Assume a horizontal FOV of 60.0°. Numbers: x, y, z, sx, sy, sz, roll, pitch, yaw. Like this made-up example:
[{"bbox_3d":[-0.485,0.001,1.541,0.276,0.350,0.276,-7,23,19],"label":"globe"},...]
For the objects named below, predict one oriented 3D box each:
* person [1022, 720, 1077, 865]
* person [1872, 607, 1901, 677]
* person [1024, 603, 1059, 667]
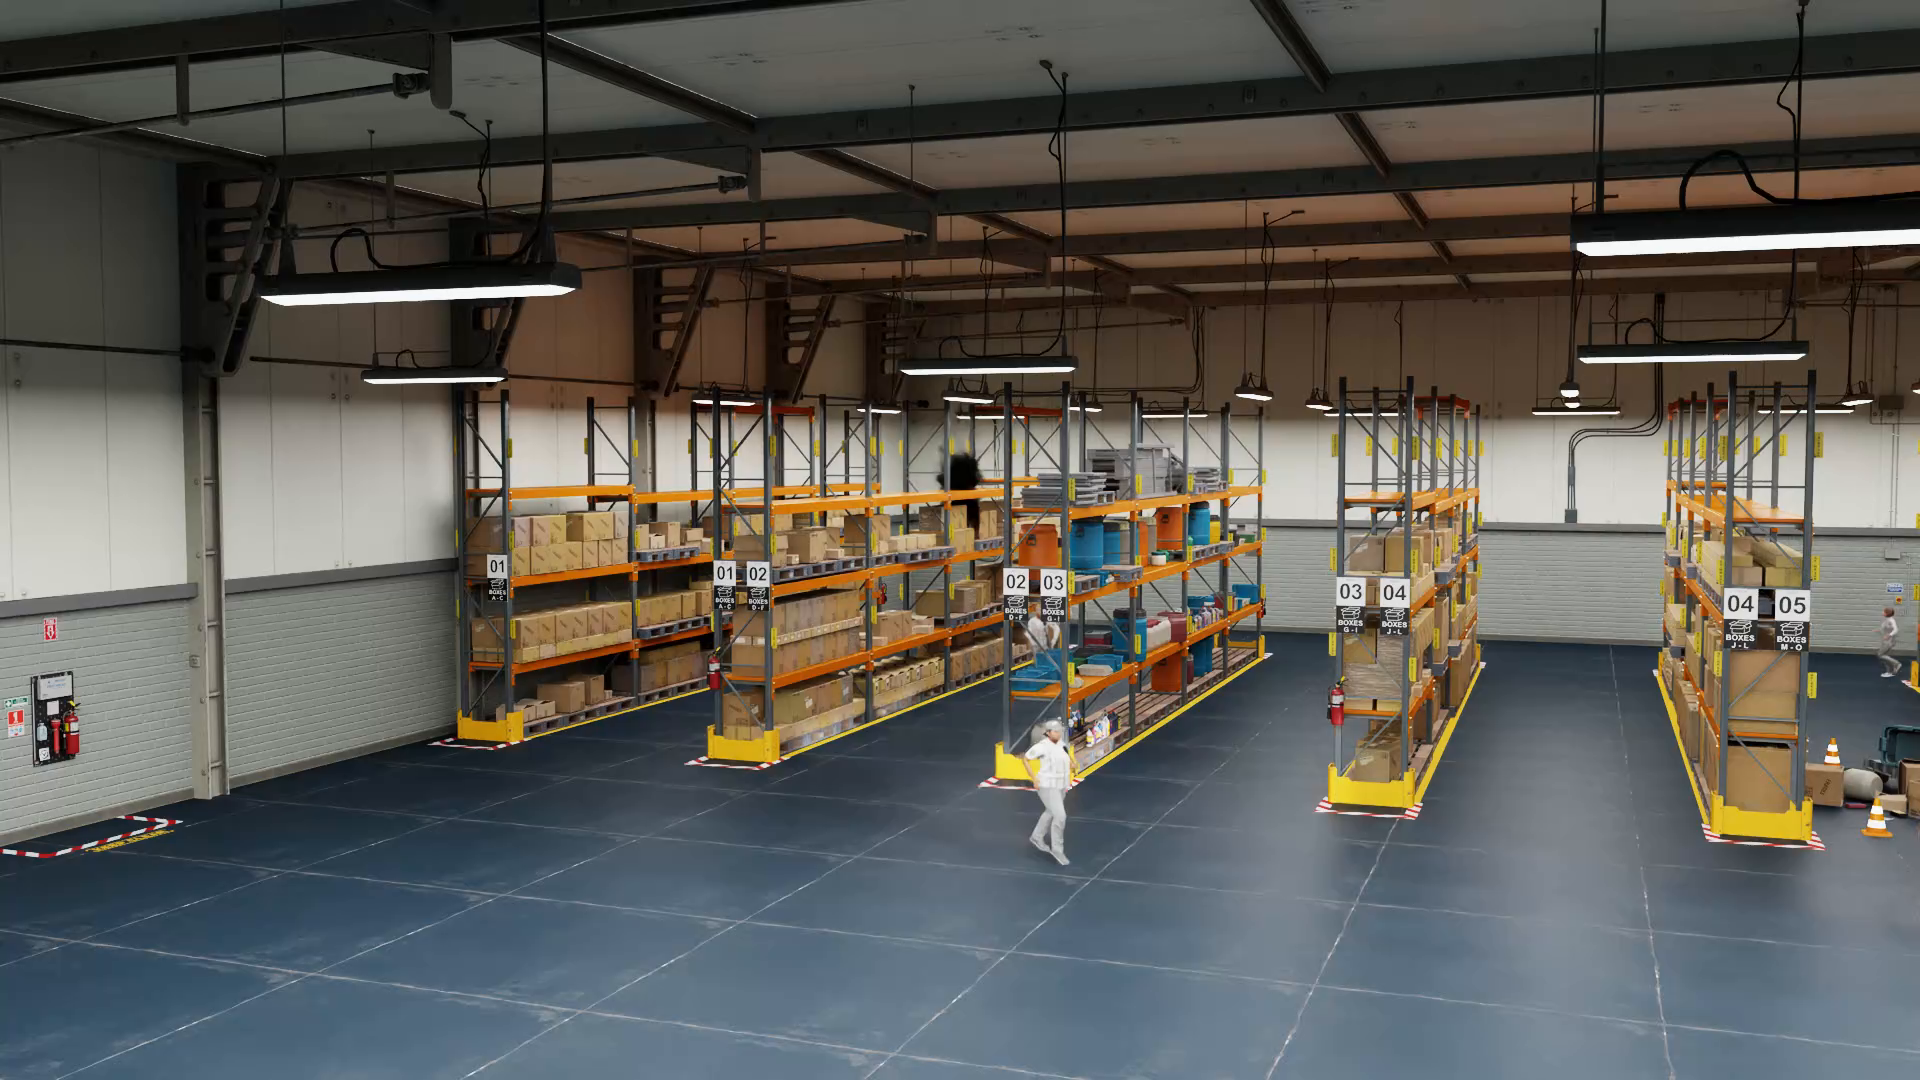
[{"bbox_3d":[1.124,3.057,20.271,0.734,1.729,0.579,3,4,40],"label":"person"},{"bbox_3d":[20.290,2.234,36.381,0.571,1.549,0.559,1,3,24],"label":"person"},{"bbox_3d":[1.568,2.106,32.461,0.643,1.756,0.652,1,3,19],"label":"person"}]
